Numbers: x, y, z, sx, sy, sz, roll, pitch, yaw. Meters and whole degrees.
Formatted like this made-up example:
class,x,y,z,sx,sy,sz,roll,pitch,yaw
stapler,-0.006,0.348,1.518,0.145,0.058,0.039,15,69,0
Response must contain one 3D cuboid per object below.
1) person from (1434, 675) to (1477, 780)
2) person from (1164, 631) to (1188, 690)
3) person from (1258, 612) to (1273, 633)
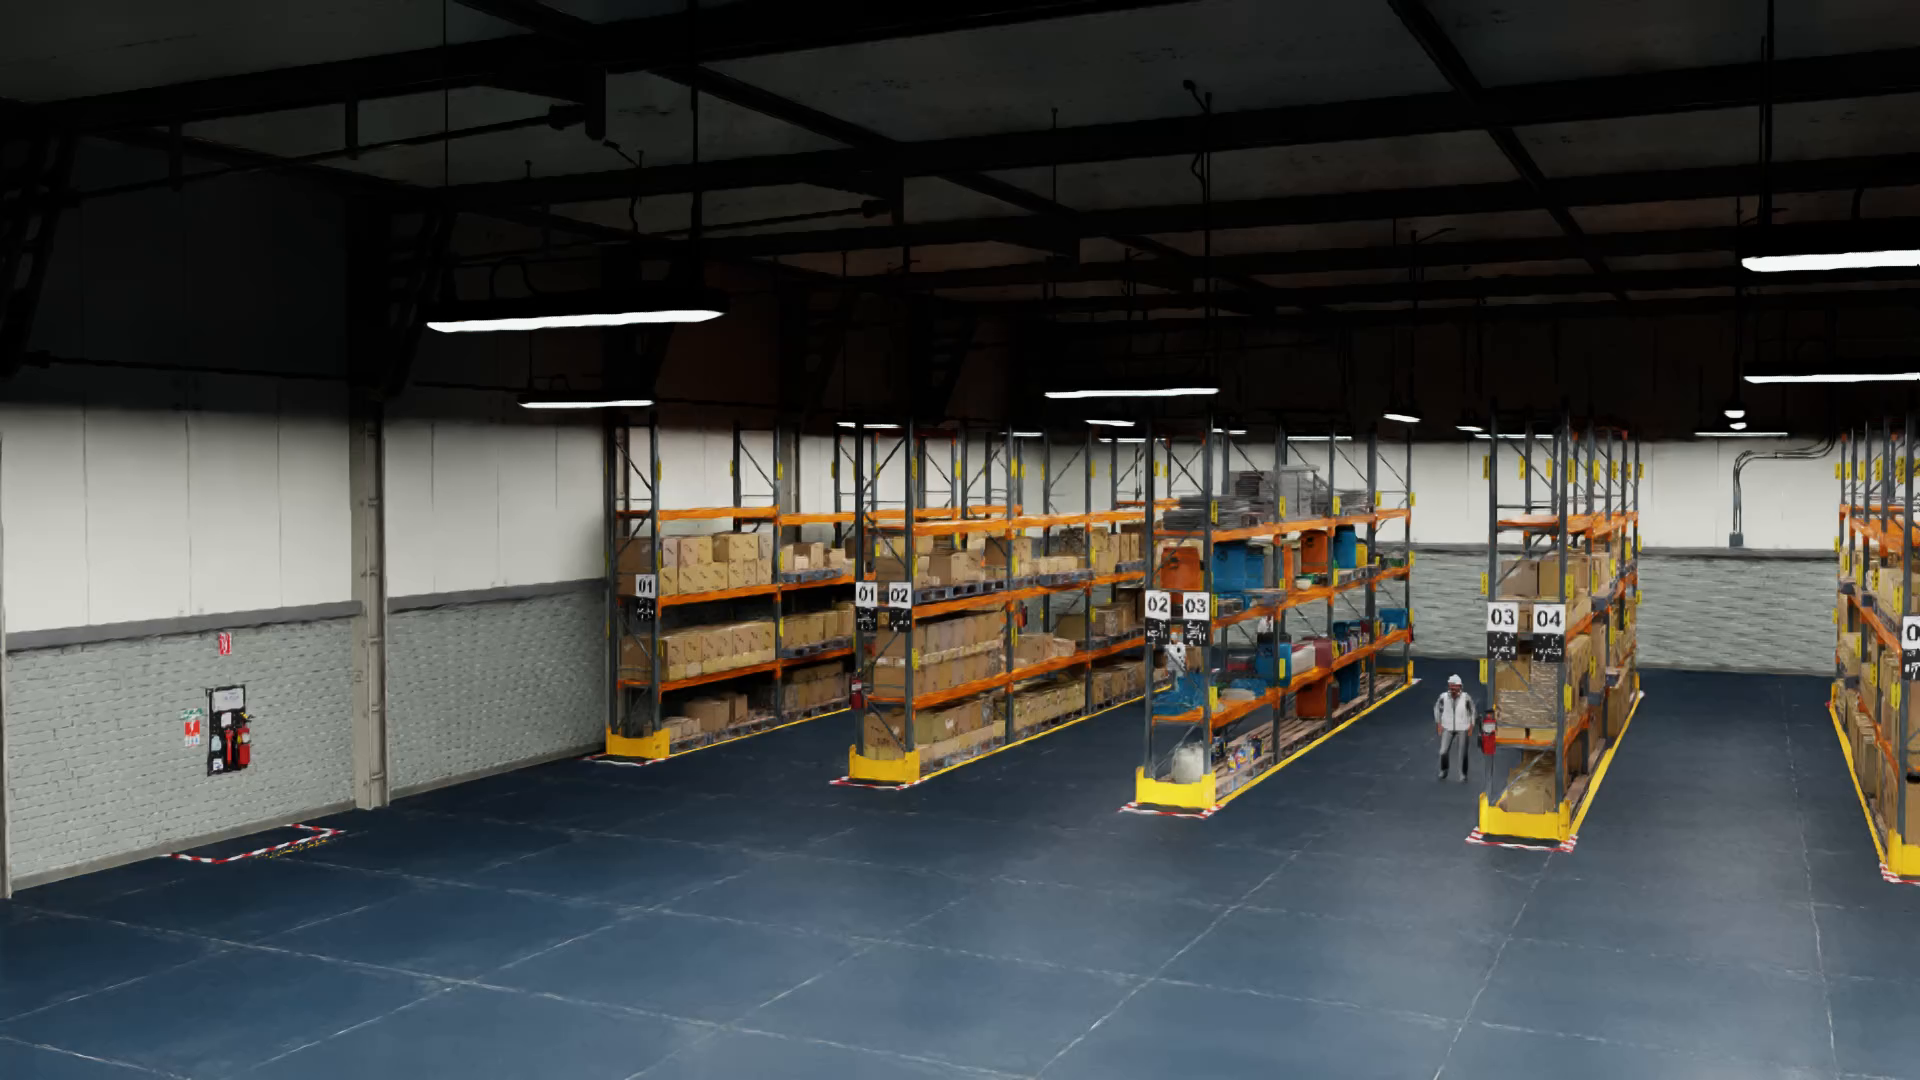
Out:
class,x,y,z,sx,sy,sz,roll,pitch,yaw
person,7.975,3.019,26.789,0.677,1.726,0.574,1,3,24
person,4.559,2.715,35.246,0.497,1.583,1.090,1,3,28
person,7.417,2.512,39.853,0.598,1.592,1.193,1,3,27
